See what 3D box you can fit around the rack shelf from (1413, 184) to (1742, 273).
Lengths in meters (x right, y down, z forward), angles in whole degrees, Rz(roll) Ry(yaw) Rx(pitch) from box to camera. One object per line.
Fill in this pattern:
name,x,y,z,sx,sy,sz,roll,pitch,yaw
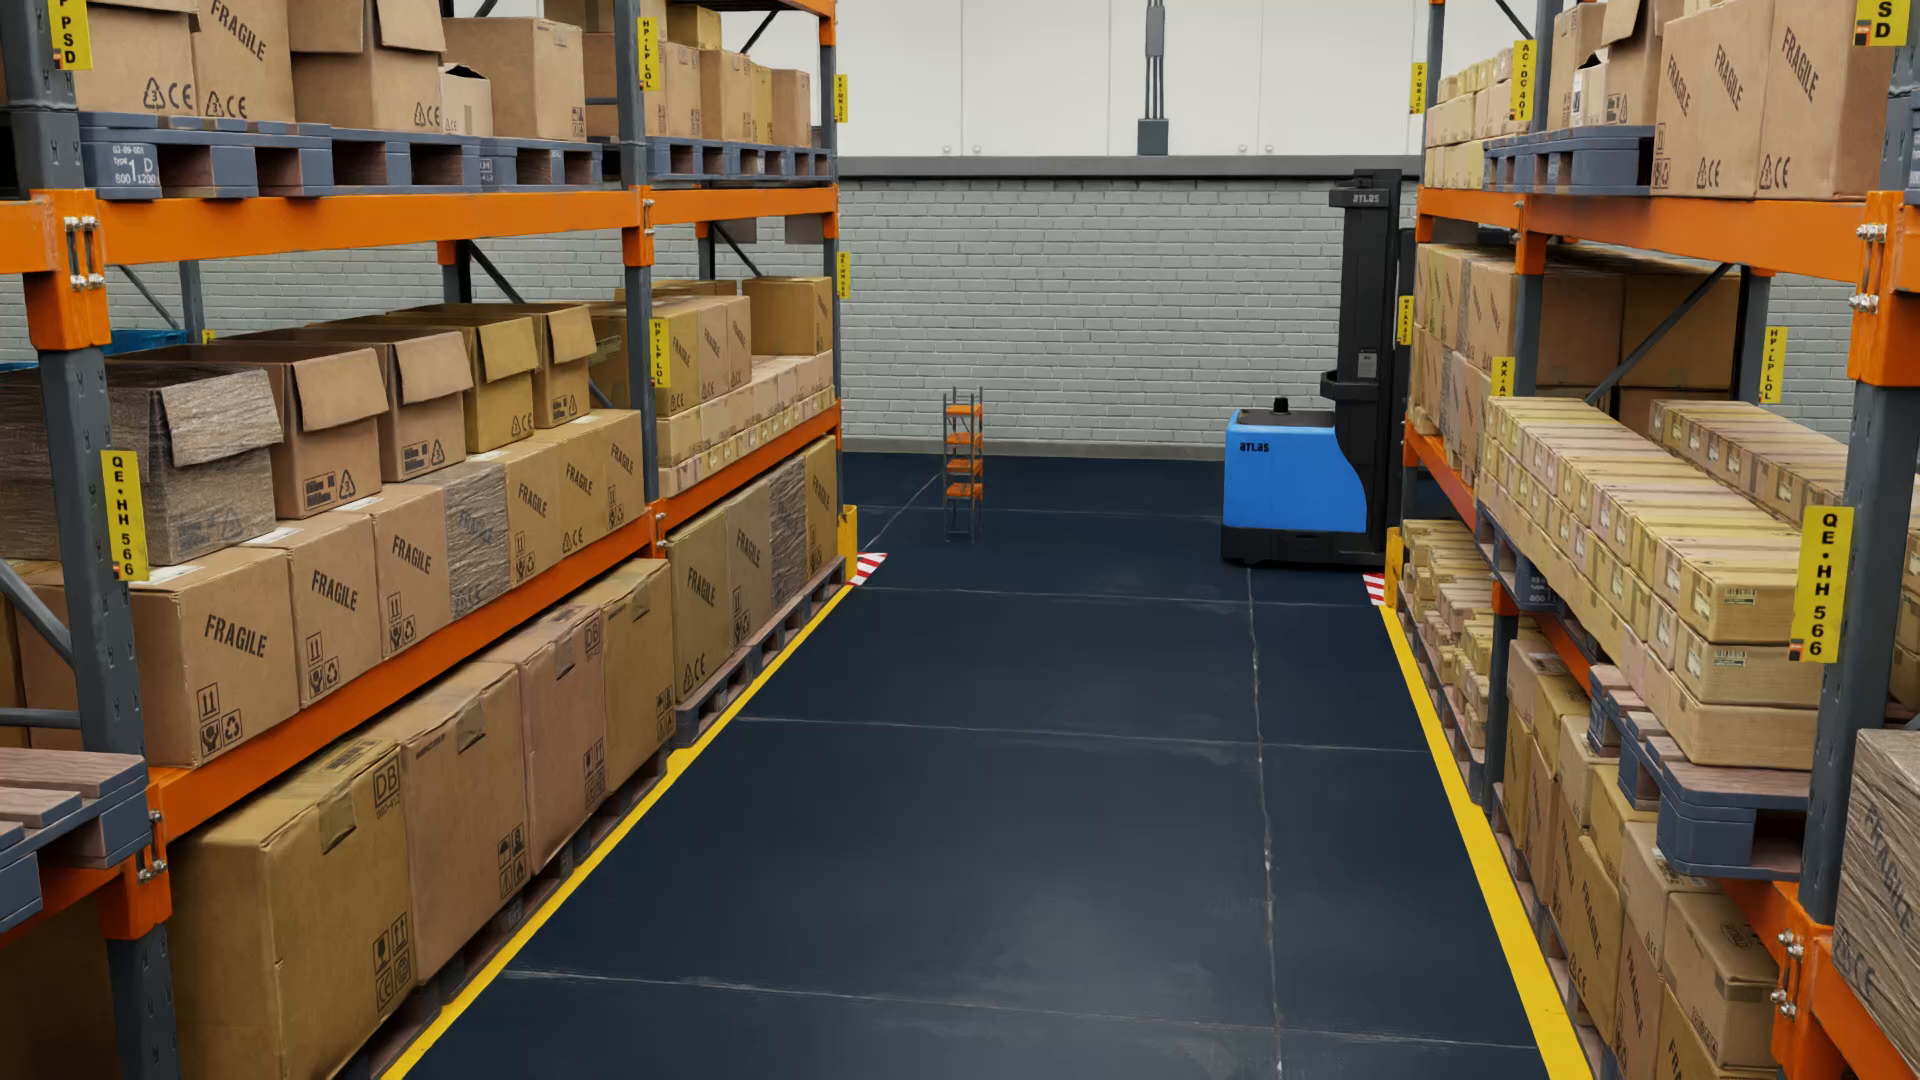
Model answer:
rack shelf,3.217,-1.729,8.983,1.077,0.370,4.000,2,12,9

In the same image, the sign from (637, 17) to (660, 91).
sign,-1.438,-2.237,7.659,0.100,0.325,0.005,2,12,9

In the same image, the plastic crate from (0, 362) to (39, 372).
plastic crate,-6.719,-1.142,11.929,0.416,0.233,0.300,2,12,9

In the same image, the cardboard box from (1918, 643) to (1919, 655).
cardboard box,2.607,0.256,4.077,0.380,0.149,0.250,2,12,11

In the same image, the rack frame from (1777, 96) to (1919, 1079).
rack frame,2.294,0.635,3.427,1.000,3.000,0.127,2,12,9

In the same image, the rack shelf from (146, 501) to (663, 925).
rack shelf,-2.283,0.388,6.278,1.077,0.370,4.000,2,12,9

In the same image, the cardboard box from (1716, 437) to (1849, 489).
cardboard box,2.877,-0.266,5.794,0.380,0.149,0.250,1,12,7

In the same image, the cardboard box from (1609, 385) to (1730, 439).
cardboard box,3.235,-0.487,7.690,0.500,0.500,0.500,2,12,8

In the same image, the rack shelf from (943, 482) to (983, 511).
rack shelf,0.025,-0.361,13.583,0.258,0.148,0.480,2,12,9

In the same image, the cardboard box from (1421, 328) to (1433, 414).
cardboard box,3.126,-1.028,10.200,0.500,0.500,0.500,2,12,9

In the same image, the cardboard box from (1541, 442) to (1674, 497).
cardboard box,2.197,-0.235,5.650,0.380,0.149,0.250,2,12,11

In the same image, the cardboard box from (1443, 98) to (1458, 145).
cardboard box,3.032,-2.371,9.426,0.500,0.250,0.500,2,12,9

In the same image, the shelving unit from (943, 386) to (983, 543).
shelving unit,0.025,-0.621,13.527,0.258,1.200,0.503,2,12,9

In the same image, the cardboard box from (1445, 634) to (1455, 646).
cardboard box,2.899,0.630,9.219,0.380,0.149,0.250,2,12,10

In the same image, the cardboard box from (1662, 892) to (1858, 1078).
cardboard box,2.141,1.134,4.267,0.500,0.250,0.500,2,12,7

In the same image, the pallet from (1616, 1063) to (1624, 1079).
pallet,2.416,1.835,4.476,1.003,0.211,1.213,2,12,9

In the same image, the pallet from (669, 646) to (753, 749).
pallet,-1.782,0.828,9.151,1.003,0.211,1.213,2,12,9

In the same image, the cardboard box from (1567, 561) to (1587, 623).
cardboard box,2.119,0.168,5.193,0.380,0.149,0.250,2,12,10

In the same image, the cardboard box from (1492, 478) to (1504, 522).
cardboard box,2.358,-0.155,6.693,0.380,0.149,0.250,2,12,10

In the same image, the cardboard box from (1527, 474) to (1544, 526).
cardboard box,2.239,-0.140,5.918,0.380,0.149,0.250,2,12,11

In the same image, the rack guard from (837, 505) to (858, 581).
rack guard,-1.357,0.005,12.285,1.175,0.500,0.348,2,12,9

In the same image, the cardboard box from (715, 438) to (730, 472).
cardboard box,-1.483,-0.472,9.159,0.380,0.149,0.250,2,12,7

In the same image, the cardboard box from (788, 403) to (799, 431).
cardboard box,-1.246,-0.792,10.644,0.380,0.149,0.250,2,12,7

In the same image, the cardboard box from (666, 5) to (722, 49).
cardboard box,-1.681,-2.928,9.588,0.500,0.250,0.500,1,12,7

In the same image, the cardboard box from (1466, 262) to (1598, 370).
cardboard box,2.789,-1.095,8.139,0.500,0.500,0.500,1,12,7

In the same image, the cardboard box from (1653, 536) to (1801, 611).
cardboard box,1.958,0.093,4.131,0.380,0.149,0.250,2,12,8

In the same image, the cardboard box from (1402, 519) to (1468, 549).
cardboard box,3.109,-0.035,10.893,0.380,0.149,0.250,1,12,6

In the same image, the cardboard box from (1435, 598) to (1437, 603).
cardboard box,3.049,0.330,9.904,0.380,0.149,0.250,1,12,6

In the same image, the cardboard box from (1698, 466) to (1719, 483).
cardboard box,2.926,-0.173,6.069,0.380,0.149,0.250,1,12,7

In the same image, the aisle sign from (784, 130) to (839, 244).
aisle sign,-1.053,-2.488,11.749,0.394,0.787,0.004,2,12,9

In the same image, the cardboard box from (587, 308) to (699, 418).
cardboard box,-1.649,-0.910,8.464,0.500,0.500,0.500,2,12,9

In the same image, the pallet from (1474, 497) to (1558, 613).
pallet,2.648,0.050,6.595,1.003,0.211,1.213,2,12,9

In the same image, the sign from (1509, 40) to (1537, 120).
sign,2.372,-1.933,6.995,0.100,0.325,0.005,2,12,9

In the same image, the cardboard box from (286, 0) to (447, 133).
cardboard box,-2.298,-1.695,5.876,0.797,0.503,0.637,2,12,8

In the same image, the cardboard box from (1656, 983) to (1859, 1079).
cardboard box,2.137,1.506,4.321,0.500,0.500,0.500,2,12,8

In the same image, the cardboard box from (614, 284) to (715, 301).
cardboard box,-1.852,-1.348,10.496,0.500,0.500,0.500,2,12,7

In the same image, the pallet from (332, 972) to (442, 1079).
pallet,-2.395,1.655,5.315,1.003,0.211,1.213,2,12,9

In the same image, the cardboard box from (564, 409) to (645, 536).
cardboard box,-1.778,-0.322,7.631,0.500,0.500,0.500,2,12,9

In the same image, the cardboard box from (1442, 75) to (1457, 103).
cardboard box,3.041,-2.646,9.752,0.380,0.149,0.250,2,12,9

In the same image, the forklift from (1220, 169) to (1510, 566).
forklift,3.547,-1.269,12.426,3.031,2.935,1.130,3,12,12

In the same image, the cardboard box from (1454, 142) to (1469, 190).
cardboard box,2.961,-2.014,8.955,0.500,0.250,0.500,2,12,8

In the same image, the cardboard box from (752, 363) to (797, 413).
cardboard box,-1.330,-0.963,10.493,0.500,0.250,0.500,1,12,7

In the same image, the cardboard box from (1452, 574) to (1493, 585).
cardboard box,2.982,0.295,9.362,0.380,0.149,0.250,2,12,9

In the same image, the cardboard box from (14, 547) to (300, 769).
cardboard box,-2.247,0.312,4.689,0.500,0.500,0.500,2,12,10

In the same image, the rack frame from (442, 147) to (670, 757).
rack frame,-1.976,-0.380,8.134,1.000,3.000,0.127,2,12,9

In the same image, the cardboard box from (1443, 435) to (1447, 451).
cardboard box,3.022,-0.578,9.650,0.380,0.149,0.250,2,12,8

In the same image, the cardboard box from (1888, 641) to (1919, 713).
cardboard box,2.645,0.354,4.331,0.380,0.149,0.250,3,12,11

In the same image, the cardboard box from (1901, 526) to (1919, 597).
cardboard box,2.638,0.065,4.260,0.380,0.149,0.250,2,12,8

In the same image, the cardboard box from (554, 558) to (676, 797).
cardboard box,-2.054,0.588,7.693,1.225,0.875,0.875,2,12,9

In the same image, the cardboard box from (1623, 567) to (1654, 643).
cardboard box,1.998,0.179,4.437,0.380,0.149,0.250,2,12,10

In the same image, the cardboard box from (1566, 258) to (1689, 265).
cardboard box,3.393,-1.179,8.528,0.500,0.500,0.500,2,12,10

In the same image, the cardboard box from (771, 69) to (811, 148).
cardboard box,-1.388,-2.872,11.106,0.700,0.500,0.500,1,12,5

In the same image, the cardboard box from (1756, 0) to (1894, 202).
cardboard box,2.131,-1.007,3.691,0.500,0.500,0.500,2,12,9

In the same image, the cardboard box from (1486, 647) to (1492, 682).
cardboard box,2.707,0.617,7.867,0.380,0.149,0.250,2,12,10
